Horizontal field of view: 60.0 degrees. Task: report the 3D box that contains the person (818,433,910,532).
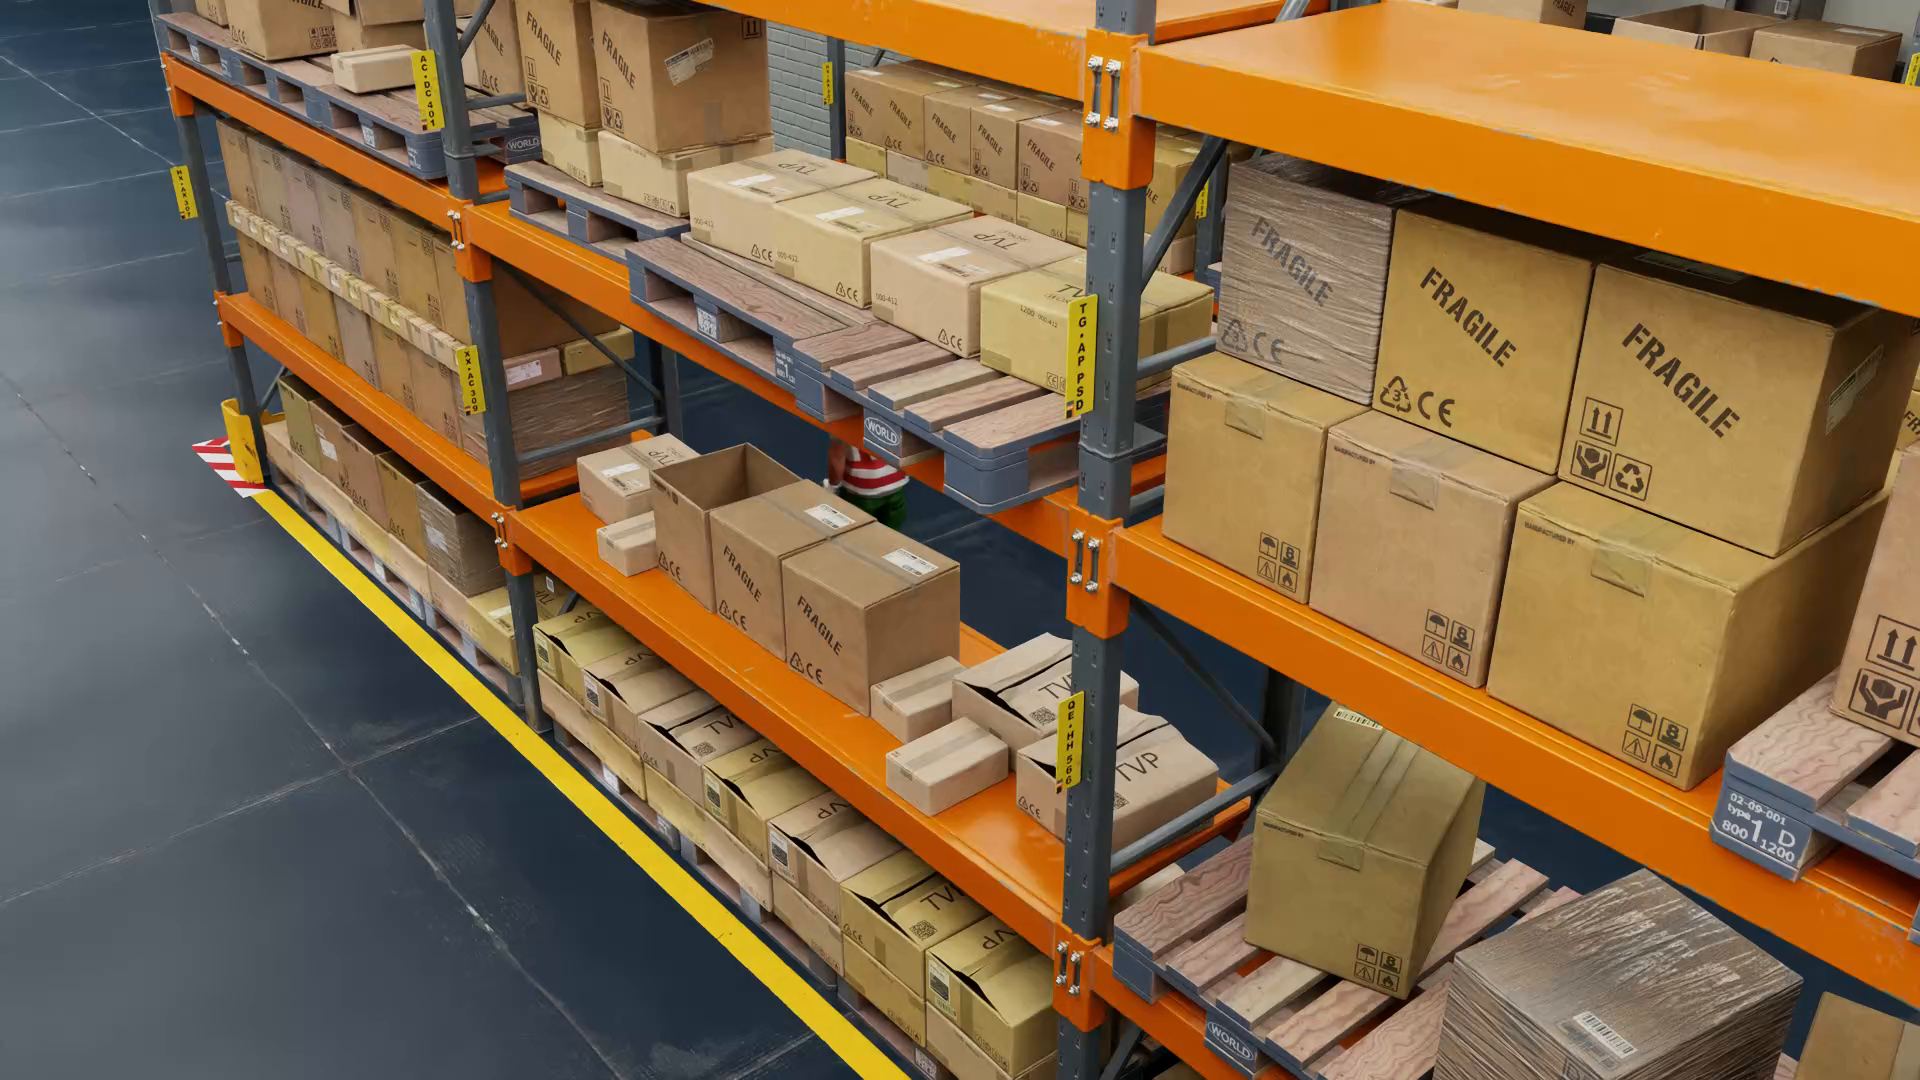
[{"bbox_3d":[-0.512,-0.319,9.226,0.534,1.763,0.400,-21,34,-34],"label":"person"}]
